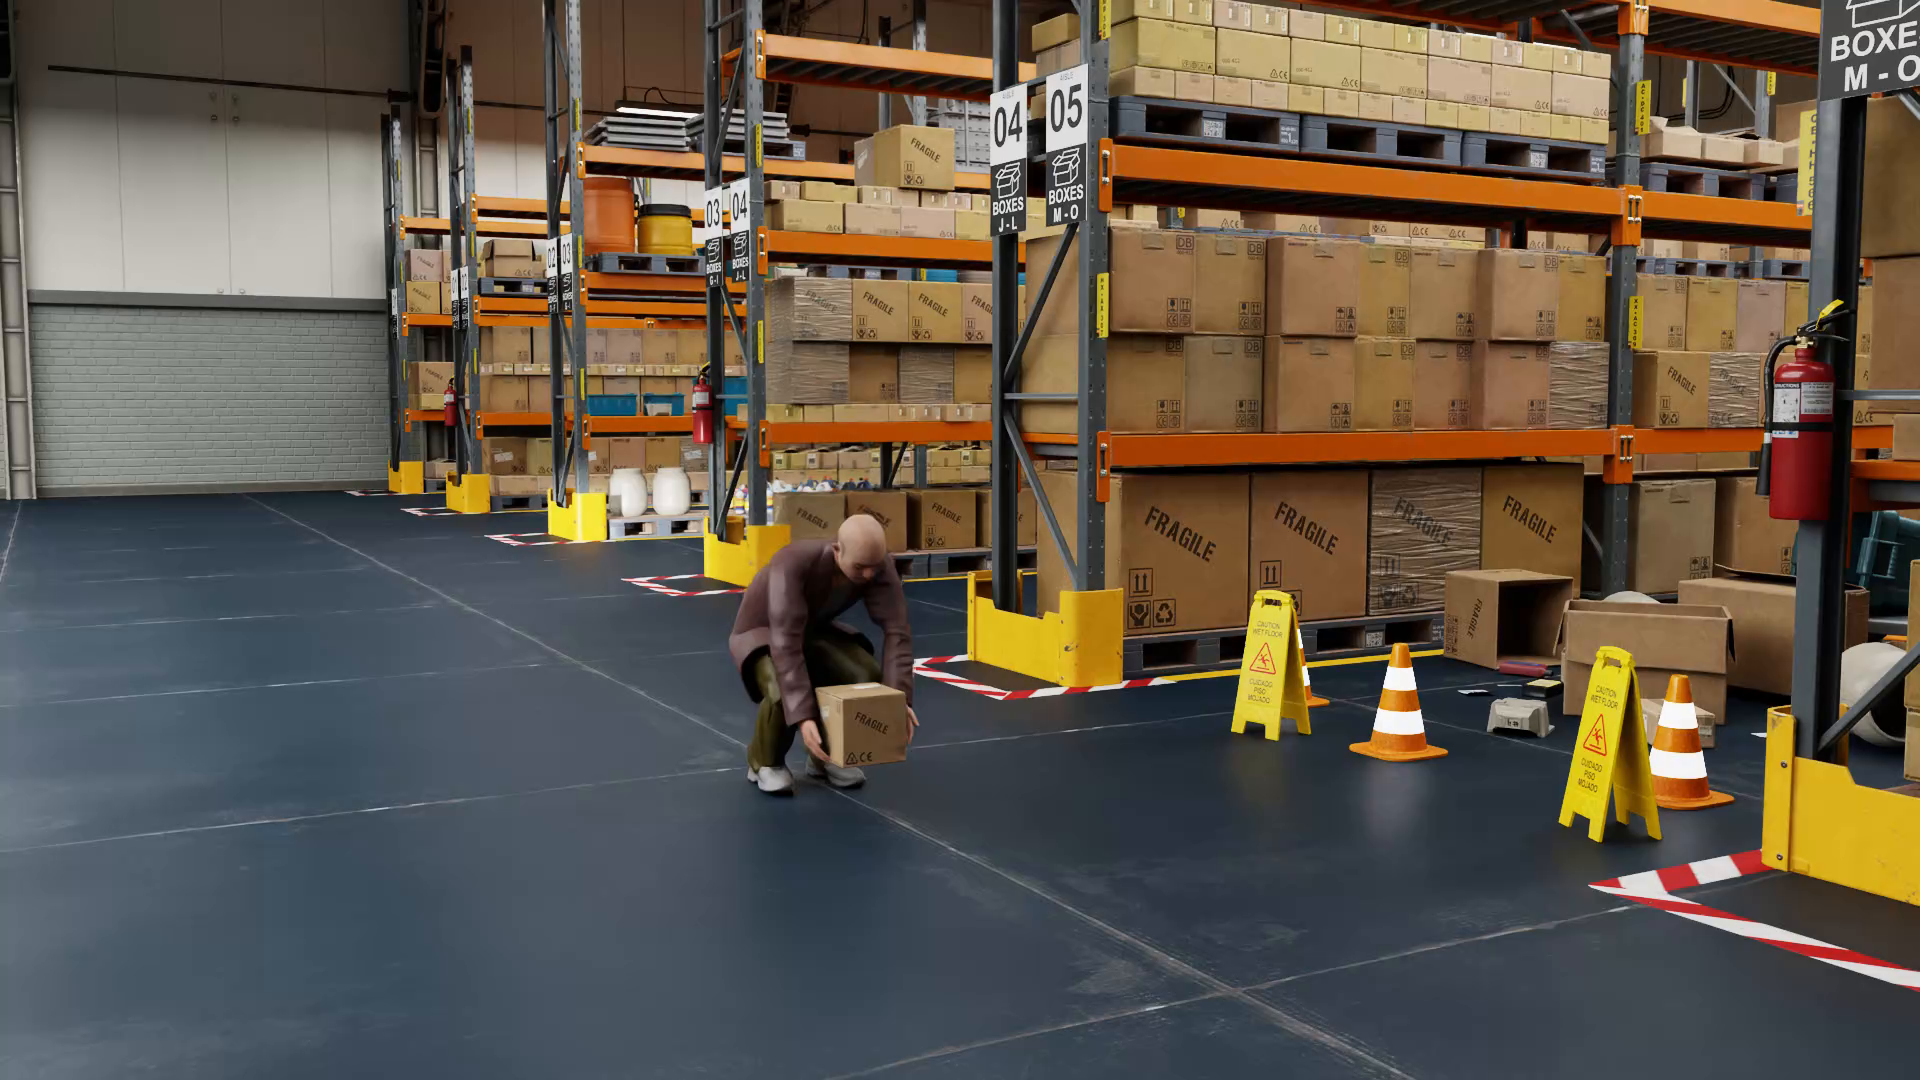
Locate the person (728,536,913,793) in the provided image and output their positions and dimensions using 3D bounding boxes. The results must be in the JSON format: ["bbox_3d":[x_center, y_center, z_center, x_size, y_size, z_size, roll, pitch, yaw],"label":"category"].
[{"bbox_3d":[-0.557,0.466,6.390,0.612,0.987,0.804,-3,6,-29],"label":"person"}]
